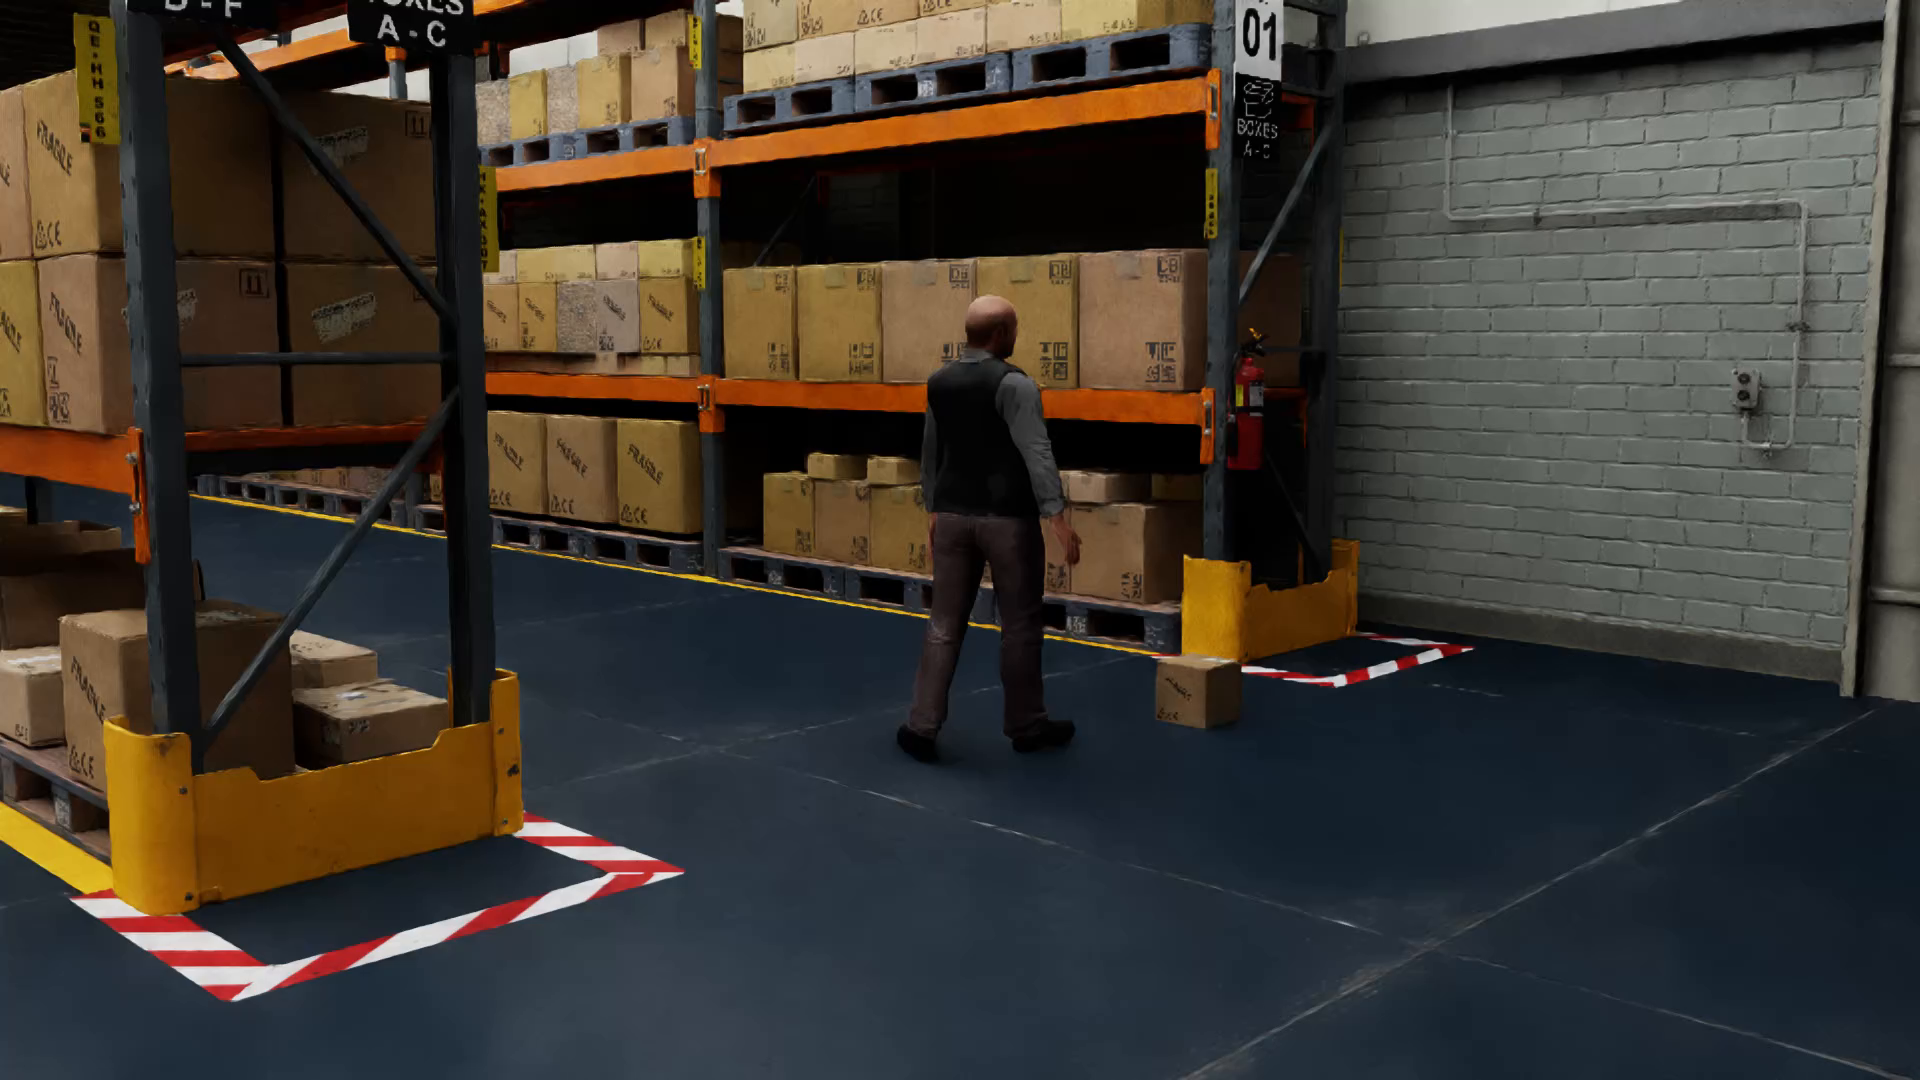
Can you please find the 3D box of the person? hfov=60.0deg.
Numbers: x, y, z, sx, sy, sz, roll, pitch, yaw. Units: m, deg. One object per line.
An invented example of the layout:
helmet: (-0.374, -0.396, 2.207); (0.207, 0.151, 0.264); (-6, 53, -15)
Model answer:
person: (0.144, -0.051, 6.251); (0.738, 1.722, 0.627); (5, 9, 36)
